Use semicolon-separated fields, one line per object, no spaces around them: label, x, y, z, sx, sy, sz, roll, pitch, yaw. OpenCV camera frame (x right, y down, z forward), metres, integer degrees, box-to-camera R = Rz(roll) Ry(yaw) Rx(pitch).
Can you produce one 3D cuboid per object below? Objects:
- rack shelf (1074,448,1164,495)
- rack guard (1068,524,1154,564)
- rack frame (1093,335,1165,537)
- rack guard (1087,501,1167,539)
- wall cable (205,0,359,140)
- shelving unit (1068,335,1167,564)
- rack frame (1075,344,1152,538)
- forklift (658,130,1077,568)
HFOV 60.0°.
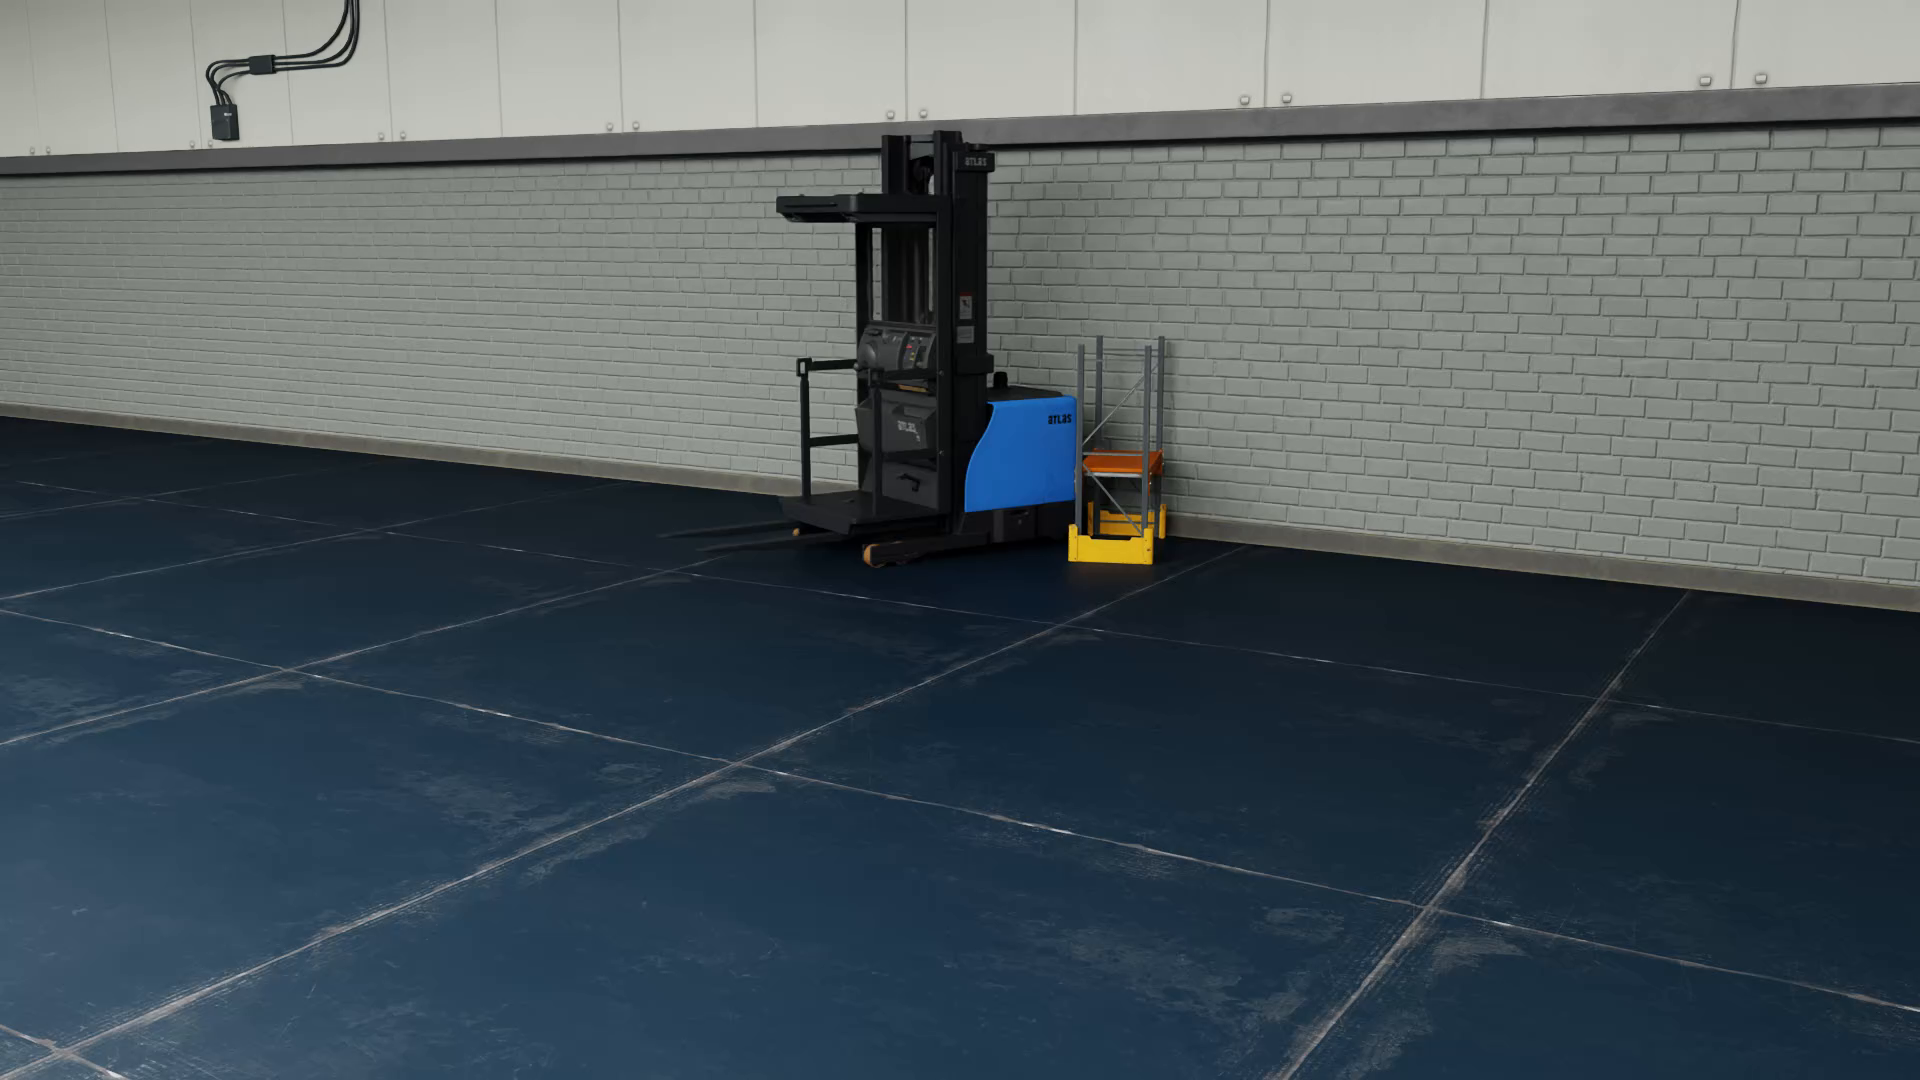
rack shelf;1.153;-0.501;11.946;0.538;0.185;1.000;2;11;12
rack guard;1.049;0.028;11.540;0.587;0.250;0.087;2;11;12
rack frame;1.257;-0.769;12.402;0.500;1.500;0.032;2;11;12
rack guard;1.253;-0.151;12.499;0.587;0.250;0.087;2;11;12
wall cable;-6.867;-7.063;16.398;2.305;6.003;0.169;6;12;31
shelving unit;1.151;-0.676;11.904;0.587;1.500;1.083;2;11;12
rack frame;1.048;-0.586;11.424;0.500;1.500;0.032;2;11;12
forklift;-0.622;-1.359;11.663;3.031;2.935;1.130;-7;13;-34
